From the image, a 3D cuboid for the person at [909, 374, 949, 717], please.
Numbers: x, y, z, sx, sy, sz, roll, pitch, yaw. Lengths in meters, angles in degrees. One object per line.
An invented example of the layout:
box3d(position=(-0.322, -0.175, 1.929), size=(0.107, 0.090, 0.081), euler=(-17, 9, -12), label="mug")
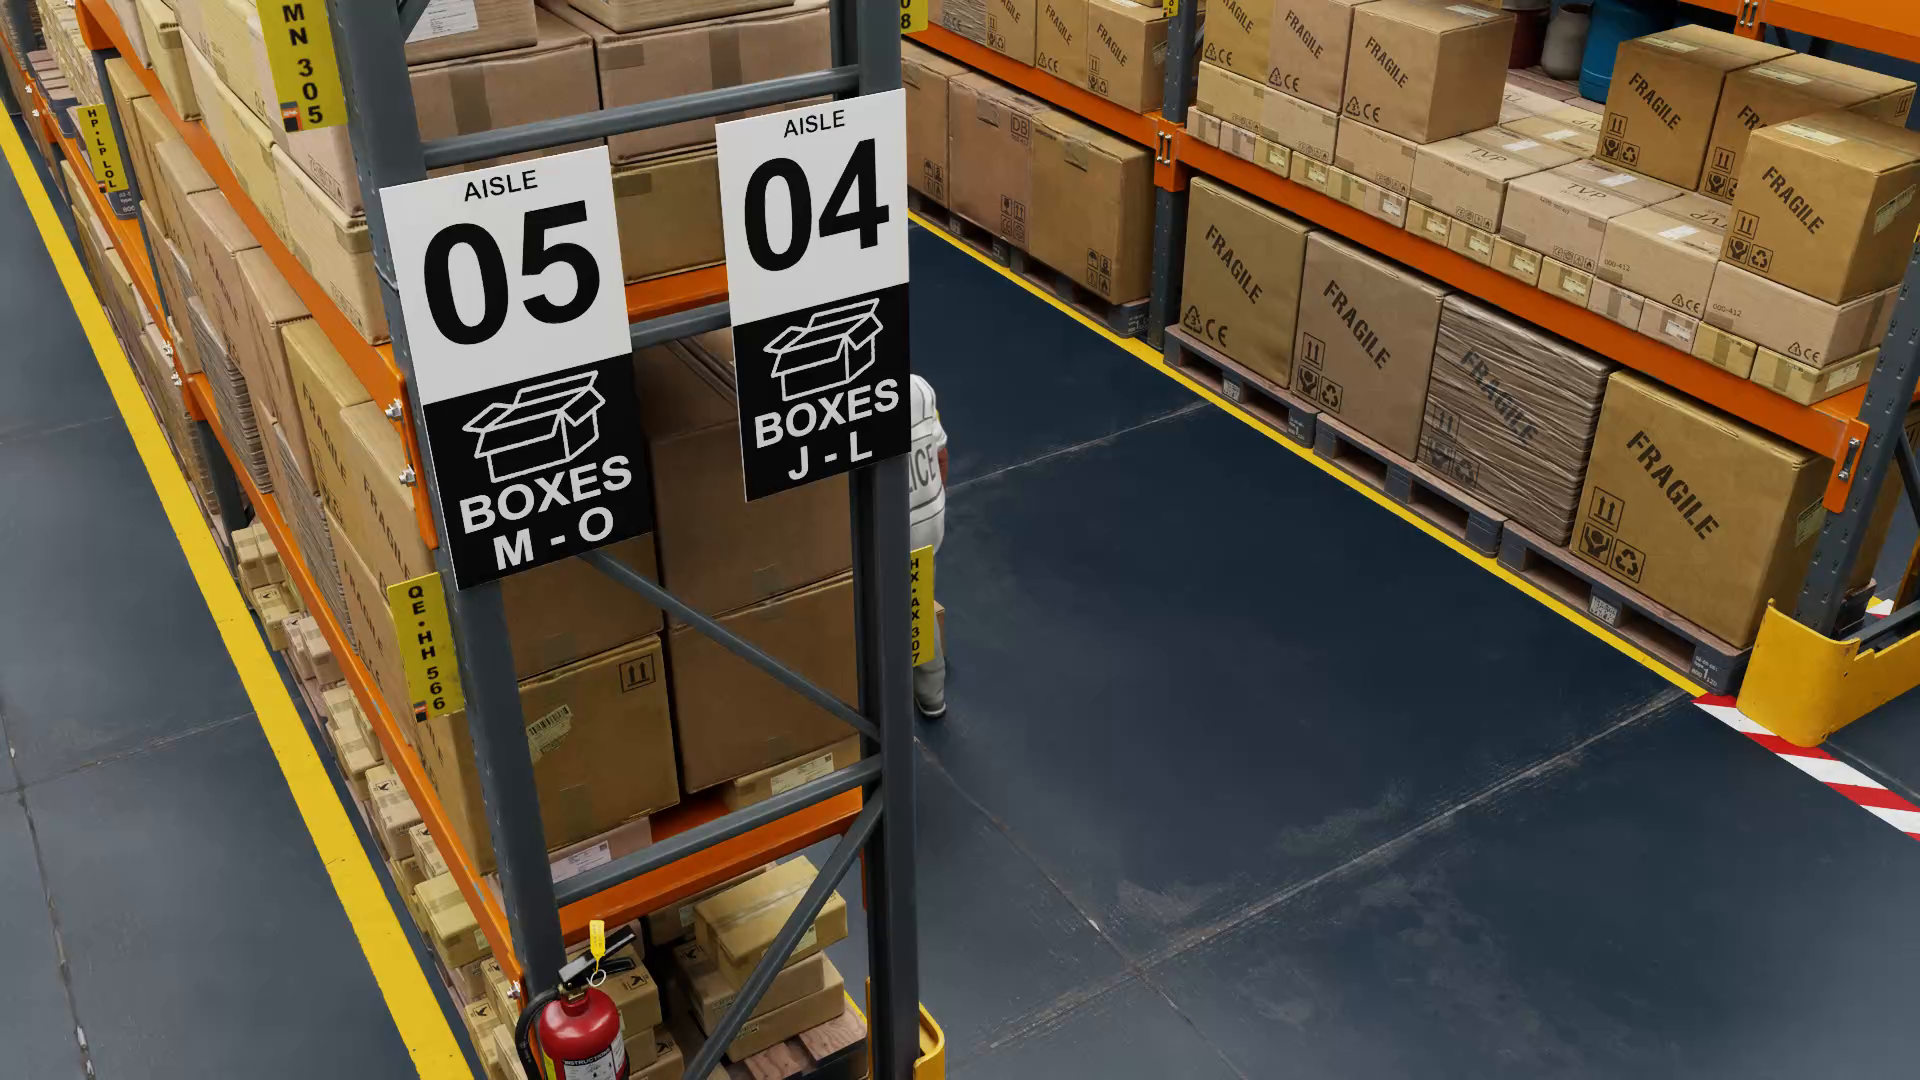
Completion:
box3d(position=(-0.290, -0.015, 6.153), size=(0.603, 1.749, 0.428), euler=(-21, 38, -30), label="person")
